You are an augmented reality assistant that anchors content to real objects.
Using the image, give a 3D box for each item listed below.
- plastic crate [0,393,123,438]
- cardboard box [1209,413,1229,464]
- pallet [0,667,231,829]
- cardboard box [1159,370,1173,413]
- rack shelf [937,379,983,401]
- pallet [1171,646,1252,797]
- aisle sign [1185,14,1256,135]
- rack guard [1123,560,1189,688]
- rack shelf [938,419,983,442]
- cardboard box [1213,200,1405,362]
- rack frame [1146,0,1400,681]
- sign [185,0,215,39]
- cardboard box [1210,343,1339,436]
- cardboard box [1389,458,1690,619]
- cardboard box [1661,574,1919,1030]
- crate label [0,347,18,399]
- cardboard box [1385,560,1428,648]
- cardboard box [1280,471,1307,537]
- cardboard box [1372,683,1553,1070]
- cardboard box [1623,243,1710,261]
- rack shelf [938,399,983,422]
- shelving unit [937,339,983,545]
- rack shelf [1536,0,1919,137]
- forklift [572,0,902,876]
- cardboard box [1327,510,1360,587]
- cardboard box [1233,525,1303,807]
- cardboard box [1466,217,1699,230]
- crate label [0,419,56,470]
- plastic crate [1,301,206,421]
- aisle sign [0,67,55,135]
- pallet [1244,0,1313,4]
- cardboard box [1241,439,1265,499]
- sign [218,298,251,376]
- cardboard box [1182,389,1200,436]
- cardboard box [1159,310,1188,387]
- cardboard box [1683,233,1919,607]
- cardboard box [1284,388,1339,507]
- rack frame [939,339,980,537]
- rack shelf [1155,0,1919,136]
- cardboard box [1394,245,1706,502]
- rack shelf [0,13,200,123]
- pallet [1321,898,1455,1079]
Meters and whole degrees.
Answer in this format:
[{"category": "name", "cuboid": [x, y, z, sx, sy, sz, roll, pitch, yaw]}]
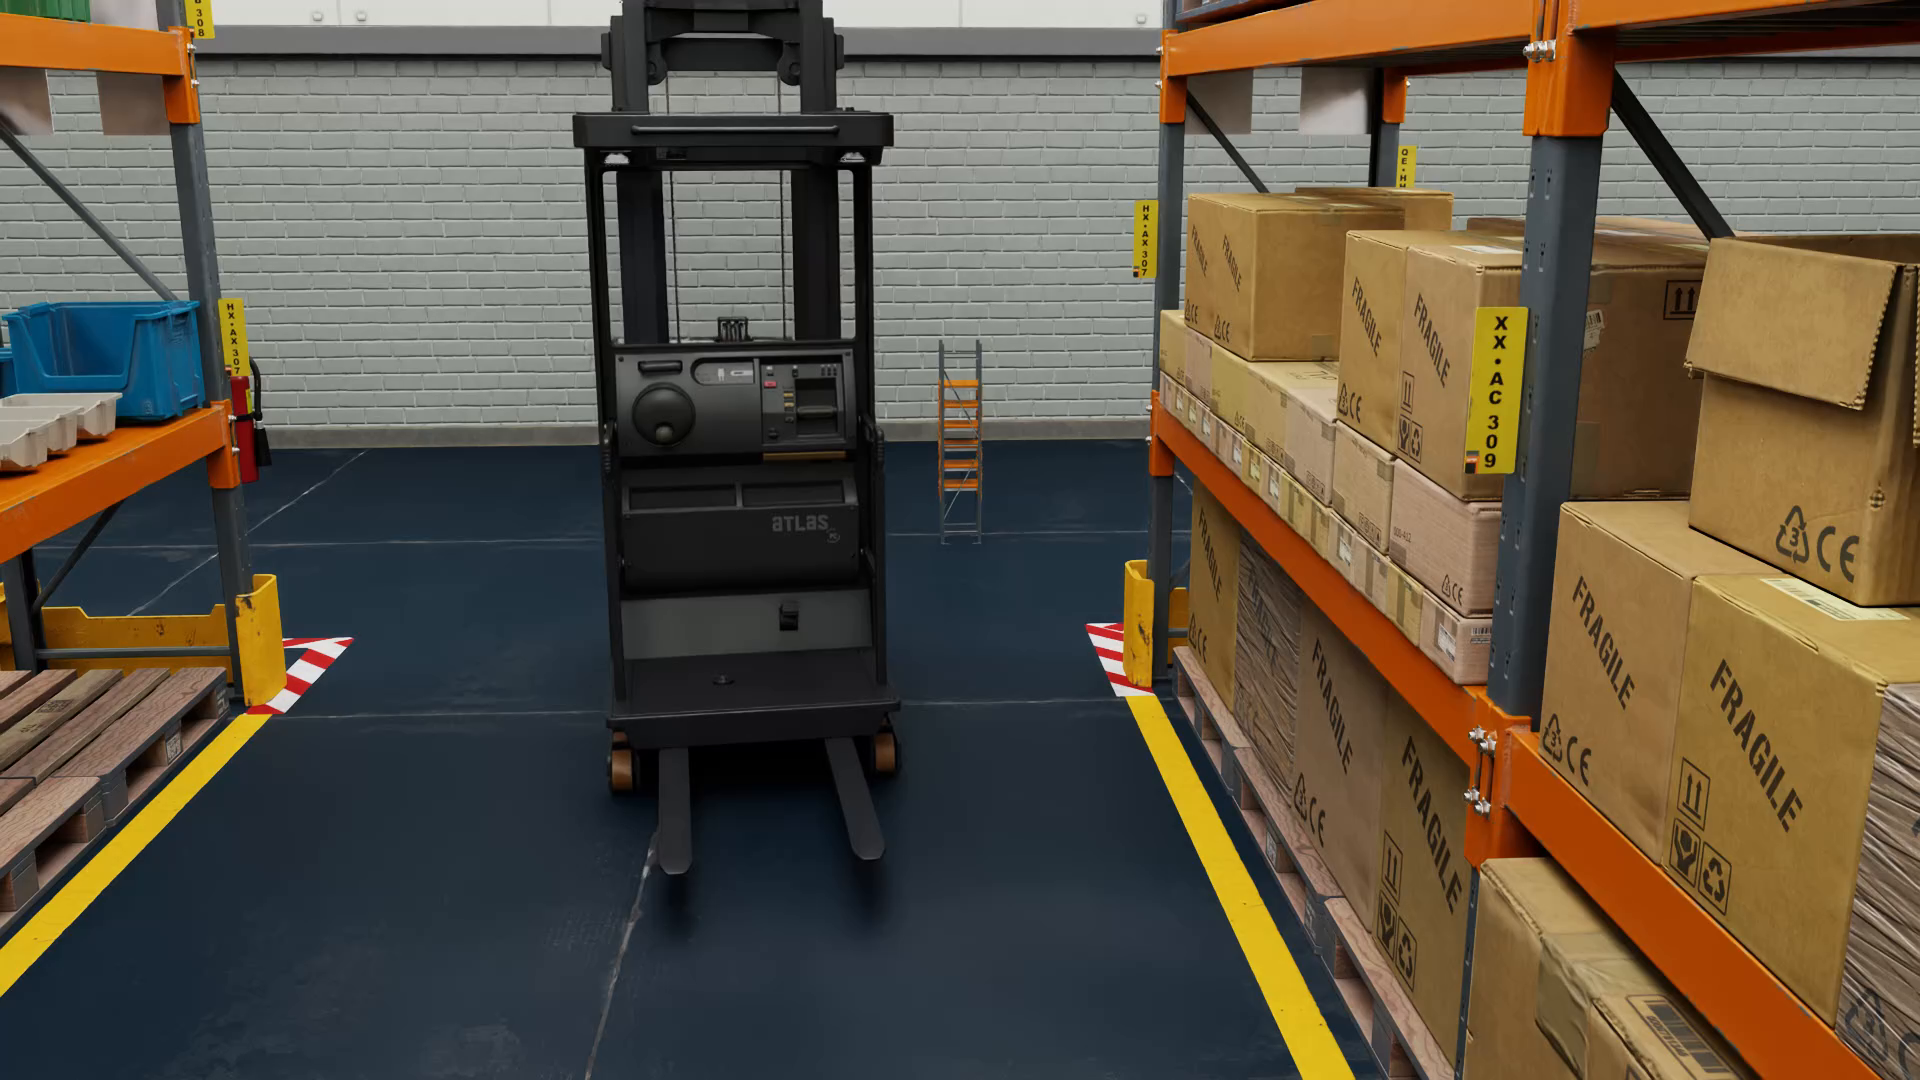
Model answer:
[{"category": "plastic crate", "cuboid": [-3.365, -0.460, 6.204, 0.396, 0.136, 0.243, -1, 14, -3]}, {"category": "cardboard box", "cuboid": [1.106, -0.365, 5.929, 0.380, 0.149, 0.250, -1, 14, -5]}, {"category": "pallet", "cuboid": [-3.583, 0.797, 6.504, 1.003, 0.211, 1.213, -1, 14, -3]}, {"category": "cardboard box", "cuboid": [1.040, -0.620, 6.922, 0.380, 0.149, 0.250, -1, 14, -3]}, {"category": "rack shelf", "cuboid": [0.001, -0.883, 9.784, 0.258, 0.103, 0.180, -1, 14, -3]}, {"category": "pallet", "cuboid": [1.475, 0.713, 6.833, 1.003, 0.211, 1.213, -1, 14, -3]}, {"category": "aisle sign", "cuboid": [1.044, -2.108, 6.981, 0.394, 0.787, 0.004, -1, 14, -3]}, {"category": "rack guard", "cuboid": [1.346, 0.369, 7.588, 1.175, 0.500, 0.348, -1, 14, -3]}, {"category": "rack shelf", "cuboid": [0.001, -0.651, 9.844, 0.258, 0.103, 0.180, -1, 14, -3]}, {"category": "cardboard box", "cuboid": [1.177, -0.893, 5.678, 0.500, 0.500, 0.500, -1, 14, -5]}, {"category": "rack frame", "cuboid": [1.348, -0.835, 7.254, 1.000, 3.000, 0.127, -1, 14, -3]}, {"category": "sign", "cuboid": [-3.048, -2.173, 6.644, 0.100, 0.325, 0.005, -1, 14, -3]}, {"category": "cardboard box", "cuboid": [1.174, -0.529, 5.767, 0.500, 0.250, 0.500, -1, 14, -5]}, {"category": "cardboard box", "cuboid": [1.306, -0.018, 3.780, 0.500, 0.250, 0.500, -1, 14, -4]}, {"category": "cardboard box", "cuboid": [1.406, 0.354, 2.429, 0.500, 0.500, 0.500, -1, 14, -3]}, {"category": "crate label", "cuboid": [-3.909, -0.640, 6.711, 0.416, 0.233, 0.303, -1, 14, -3]}, {"category": "cardboard box", "cuboid": [1.233, 0.146, 3.943, 0.380, 0.149, 0.250, -1, 14, -2]}, {"category": "cardboard box", "cuboid": [1.170, -0.109, 4.936, 0.380, 0.149, 0.250, -1, 14, -4]}, {"category": "cardboard box", "cuboid": [1.634, 0.820, 4.242, 0.875, 0.875, 0.875, -1, 14, -3]}, {"category": "cardboard box", "cuboid": [1.821, -0.398, 3.754, 0.500, 0.500, 0.500, -1, 14, -3]}, {"category": "rack shelf", "cuboid": [0.001, -0.767, 9.814, 0.258, 0.103, 0.180, -1, 14, -3]}, {"category": "shelving unit", "cuboid": [0.001, -0.577, 9.863, 0.258, 1.200, 0.189, -1, 14, -3]}, {"category": "rack shelf", "cuboid": [1.719, -0.448, 1.170, 1.077, 0.370, 4.000, -1, 14, -3]}, {"category": "forklift", "cuboid": [-0.837, -0.559, 6.317, 1.130, 2.935, 3.031, -2, 15, -10]}, {"category": "cardboard box", "cuboid": [1.202, 0.018, 4.439, 0.380, 0.149, 0.250, -1, 14, -2]}, {"category": "cardboard box", "cuboid": [1.523, 0.374, 5.973, 0.875, 0.875, 0.875, -1, 14, -3]}, {"category": "cardboard box", "cuboid": [1.761, -0.650, 4.733, 0.500, 0.500, 0.500, -1, 14, -5]}, {"category": "crate label", "cuboid": [-3.319, -0.319, 5.656, 0.396, 0.136, 0.243, -1, 14, -3]}, {"category": "plastic crate", "cuboid": [-3.389, -0.725, 6.632, 0.616, 0.435, 0.499, -1, 14, -3]}, {"category": "aisle sign", "cuboid": [-3.897, -2.031, 6.684, 0.394, 0.787, 0.004, -1, 14, -3]}, {"category": "pallet", "cuboid": [1.483, -1.757, 4.992, 1.003, 0.211, 1.213, -1, 14, -3]}, {"category": "cardboard box", "cuboid": [1.137, -0.238, 5.435, 0.380, 0.149, 0.250, -1, 14, -5]}, {"category": "sign", "cuboid": [-3.048, -0.851, 6.985, 0.100, 0.325, 0.005, -1, 14, -3]}, {"category": "cardboard box", "cuboid": [1.074, -0.493, 6.427, 0.380, 0.149, 0.250, -1, 14, -5]}, {"category": "cardboard box", "cuboid": [1.108, -0.783, 6.755, 0.500, 0.250, 0.500, -1, 14, -5]}, {"category": "cardboard box", "cuboid": [1.643, -0.216, 2.633, 0.797, 0.503, 0.637, -1, 14, -5]}, {"category": "cardboard box", "cuboid": [1.240, -0.273, 4.773, 0.500, 0.250, 0.500, -1, 14, -2]}, {"category": "rack frame", "cuboid": [-0.005, -0.600, 9.951, 0.240, 1.200, 0.006, -1, 14, -3]}, {"category": "rack shelf", "cuboid": [1.472, -1.442, 5.036, 1.077, 0.370, 4.000, -1, 14, -3]}, {"category": "cardboard box", "cuboid": [1.300, -0.385, 3.704, 0.500, 0.500, 0.500, 0, 14, -2]}, {"category": "rack shelf", "cuboid": [-3.472, -1.366, 4.739, 1.077, 0.370, 4.000, -1, 14, -3]}, {"category": "pallet", "cuboid": [1.626, 1.320, 4.474, 1.003, 0.211, 1.213, -1, 14, -3]}]
